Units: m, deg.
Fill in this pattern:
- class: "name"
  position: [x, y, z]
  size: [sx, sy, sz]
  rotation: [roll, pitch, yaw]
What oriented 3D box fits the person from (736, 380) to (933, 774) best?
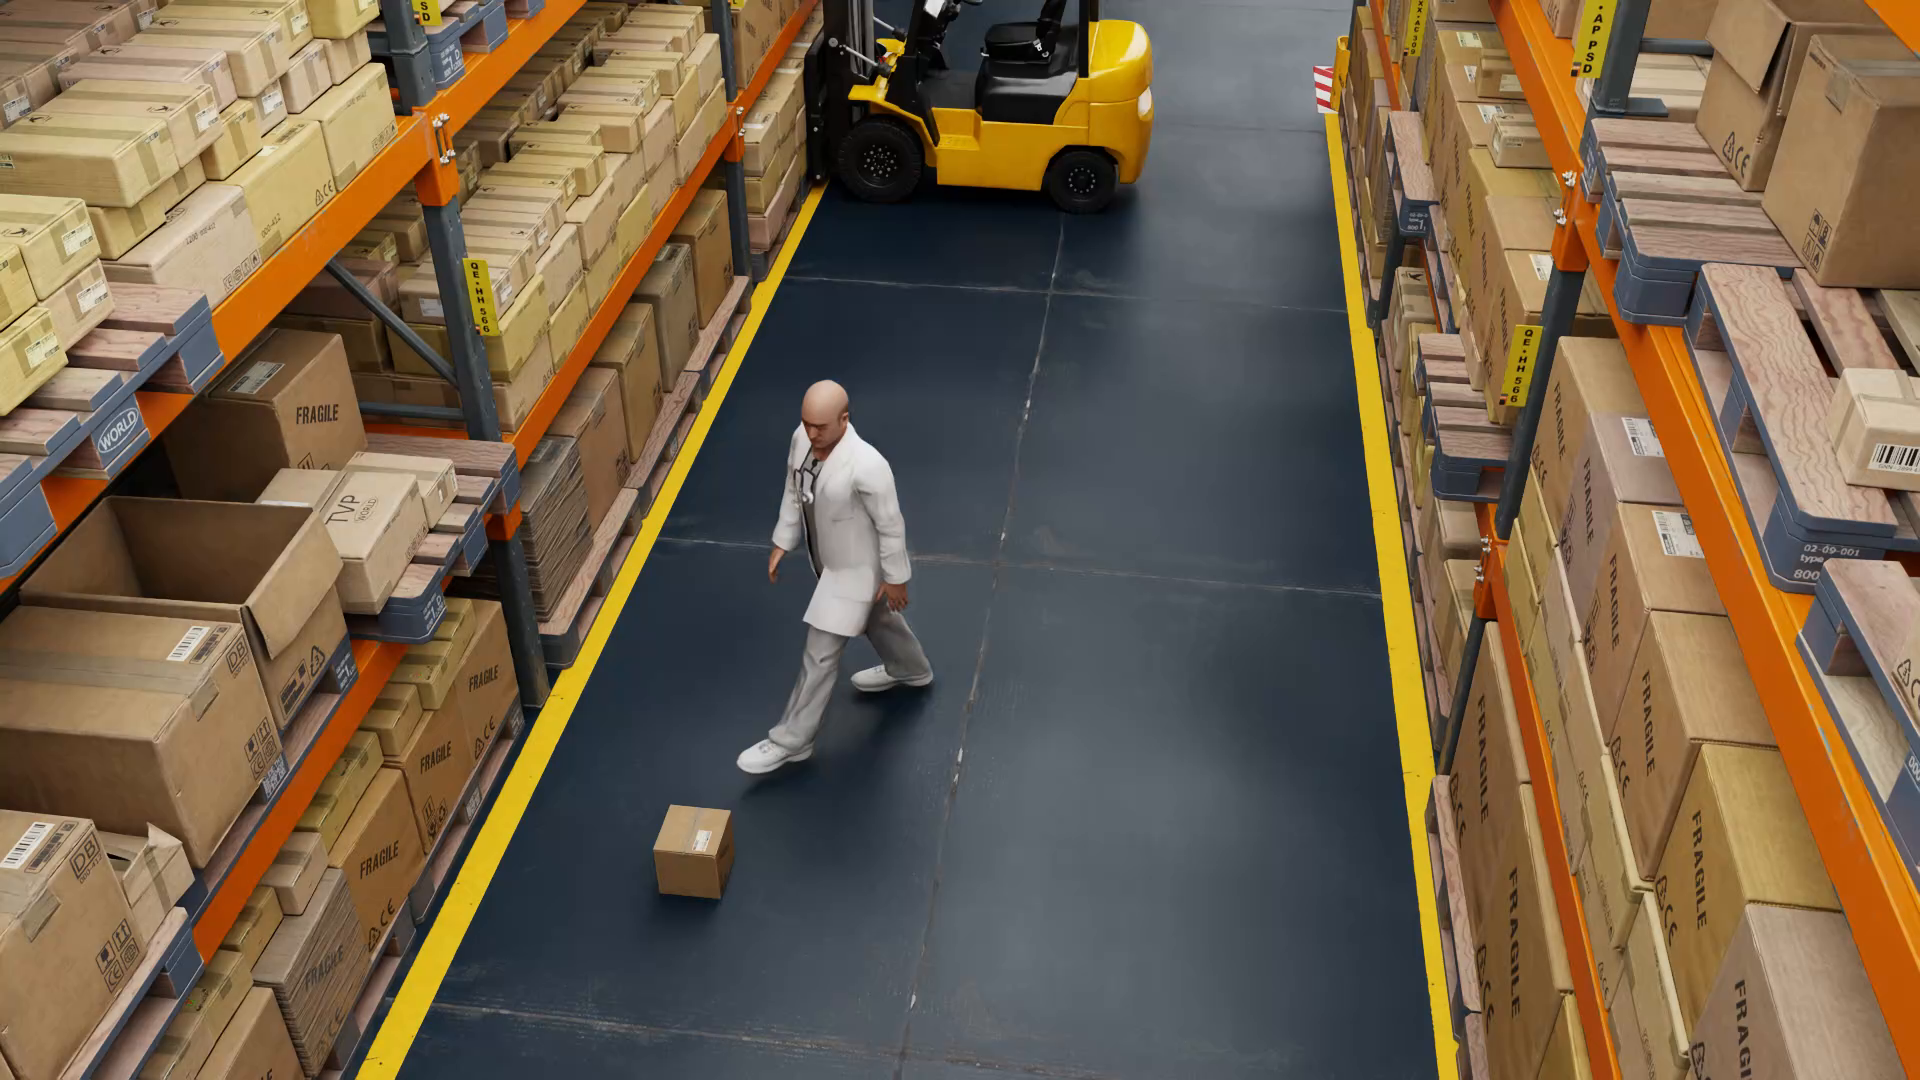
- class: "person"
  position: [-0.569, 0.099, 6.898]
  size: [1.050, 1.729, 0.576]
  rotation: [-18, 39, -23]
